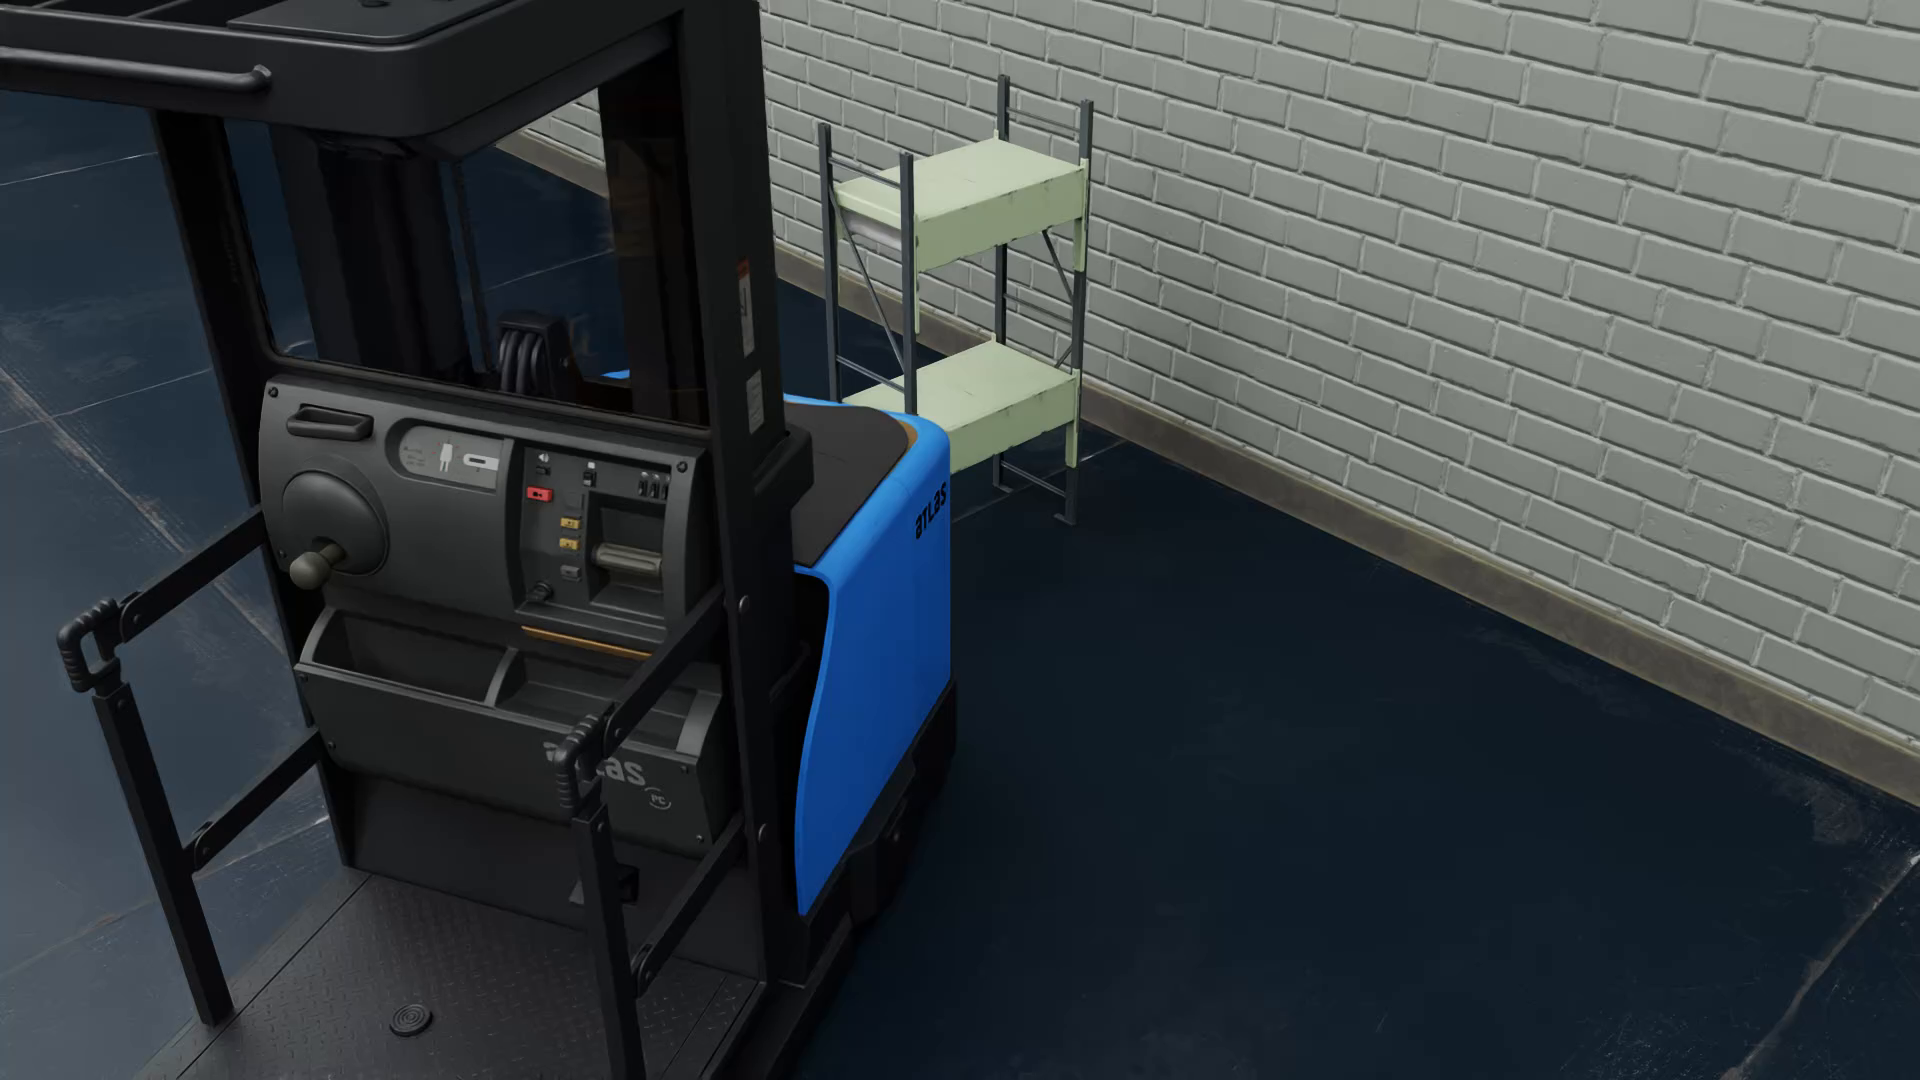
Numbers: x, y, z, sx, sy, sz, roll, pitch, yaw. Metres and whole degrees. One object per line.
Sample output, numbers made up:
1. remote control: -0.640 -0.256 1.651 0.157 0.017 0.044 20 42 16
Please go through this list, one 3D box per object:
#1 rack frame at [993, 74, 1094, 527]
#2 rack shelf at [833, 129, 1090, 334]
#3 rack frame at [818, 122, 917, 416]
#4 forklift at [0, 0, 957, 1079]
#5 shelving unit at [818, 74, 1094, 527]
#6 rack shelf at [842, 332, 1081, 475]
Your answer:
1. rack frame: 0.264 -0.767 5.567 0.023 1.500 0.400 -26 40 -35
2. rack shelf: -0.005 -0.970 5.151 0.720 0.370 0.431 -26 40 -35
3. rack frame: -0.273 -0.508 5.143 0.023 1.500 0.400 -26 40 -35
4. forklift: -0.985 -0.001 2.941 1.130 2.935 3.031 11 33 17
5. shelving unit: -0.005 -0.637 5.355 0.755 1.500 0.431 -26 40 -35
6. rack shelf: -0.005 -0.359 5.525 0.720 0.370 0.431 -26 40 -35
